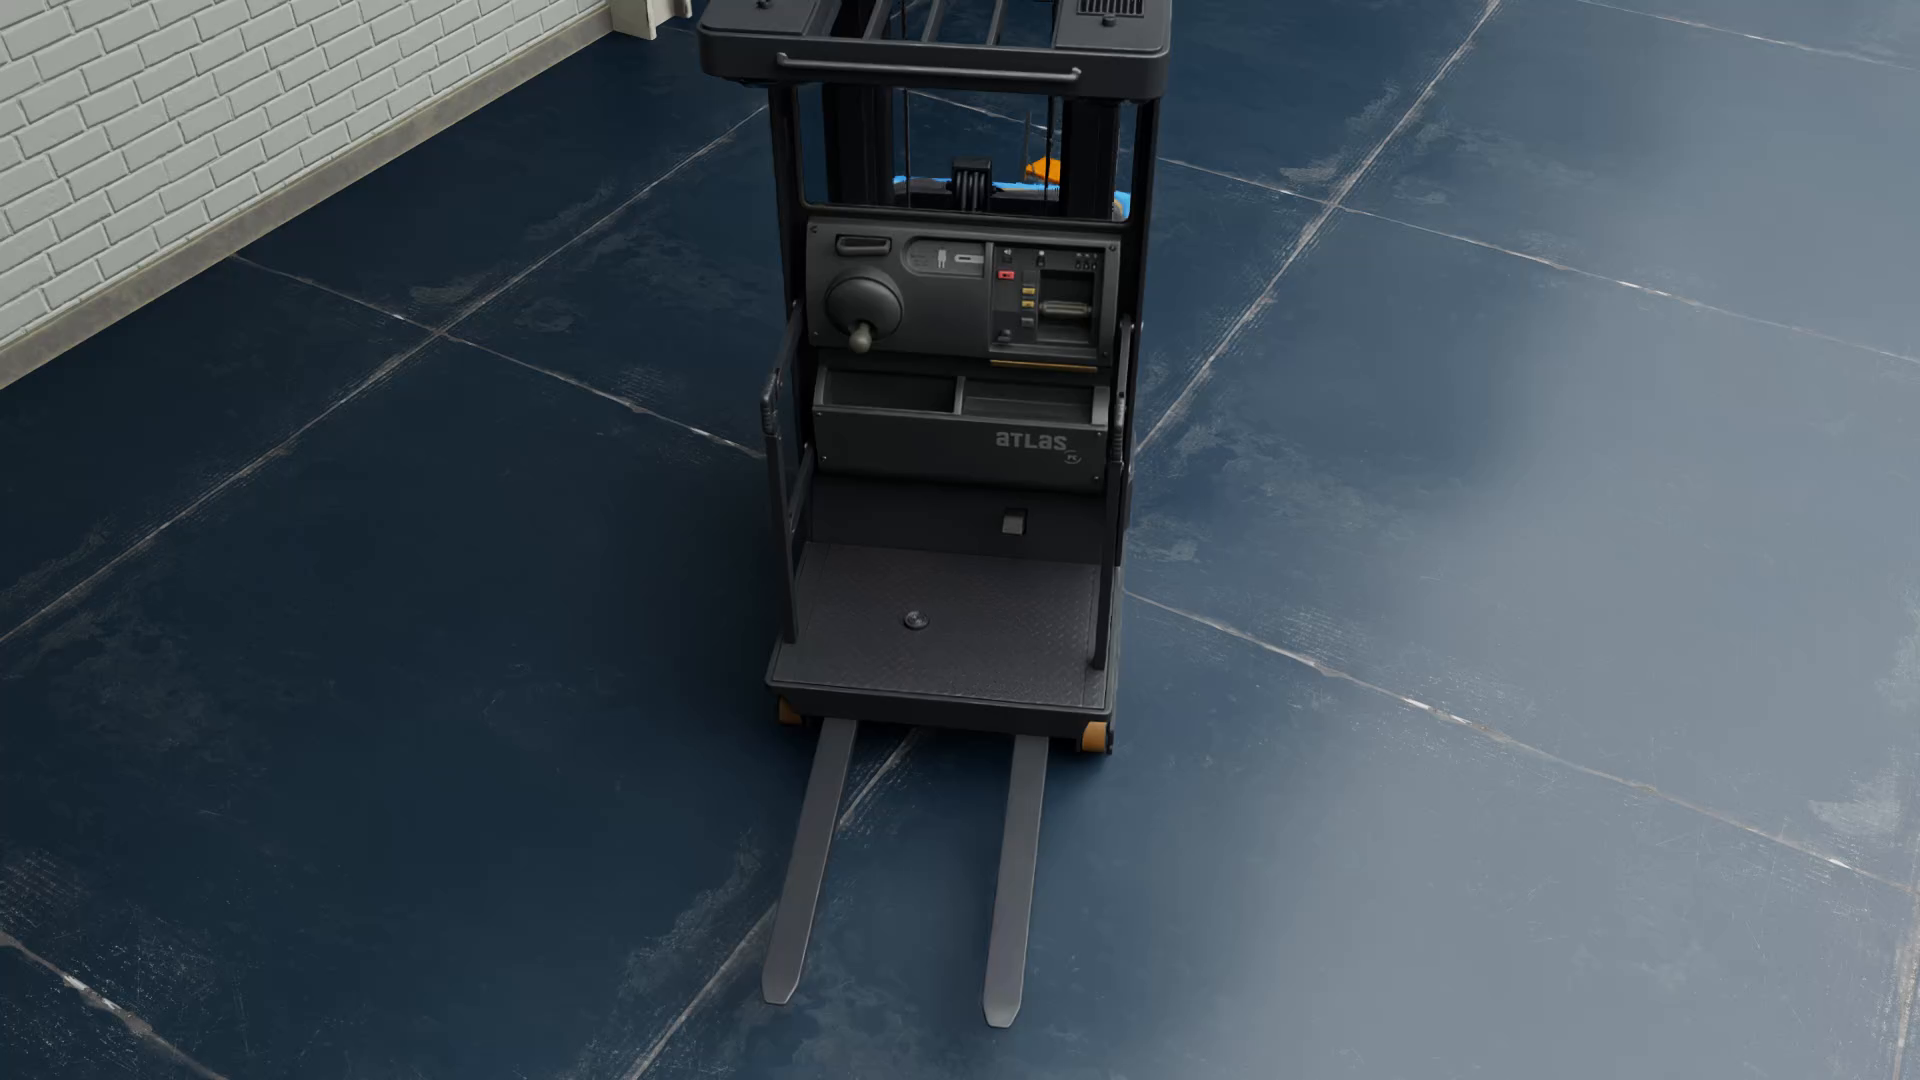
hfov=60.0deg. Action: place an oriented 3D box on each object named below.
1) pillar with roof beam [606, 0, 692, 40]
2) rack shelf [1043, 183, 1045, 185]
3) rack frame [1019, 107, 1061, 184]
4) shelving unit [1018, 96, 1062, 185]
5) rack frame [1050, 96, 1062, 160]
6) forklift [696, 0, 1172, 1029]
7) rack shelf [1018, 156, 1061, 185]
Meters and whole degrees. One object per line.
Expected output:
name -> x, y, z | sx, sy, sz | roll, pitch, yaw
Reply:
pillar with roof beam -> 1.931, -4.969, 5.083 | 9.100, 9.000, 0.400 | 21, 45, 22
rack shelf -> 0.374, -1.291, 6.502 | 0.258, 0.103, 0.180 | 26, 40, 27
rack frame -> 0.304, -1.092, 6.552 | 0.240, 1.200, 0.006 | 26, 40, 27
shelving unit -> 0.358, -1.131, 6.614 | 0.258, 1.200, 0.189 | 26, 40, 27
rack frame -> 0.412, -1.170, 6.677 | 0.240, 1.200, 0.006 | 26, 40, 27
forklift -> -0.019, -0.650, 4.770 | 1.130, 2.935, 3.031 | 5, 42, 5
rack shelf -> 0.383, -1.389, 6.434 | 0.258, 0.103, 0.180 | 26, 40, 27
